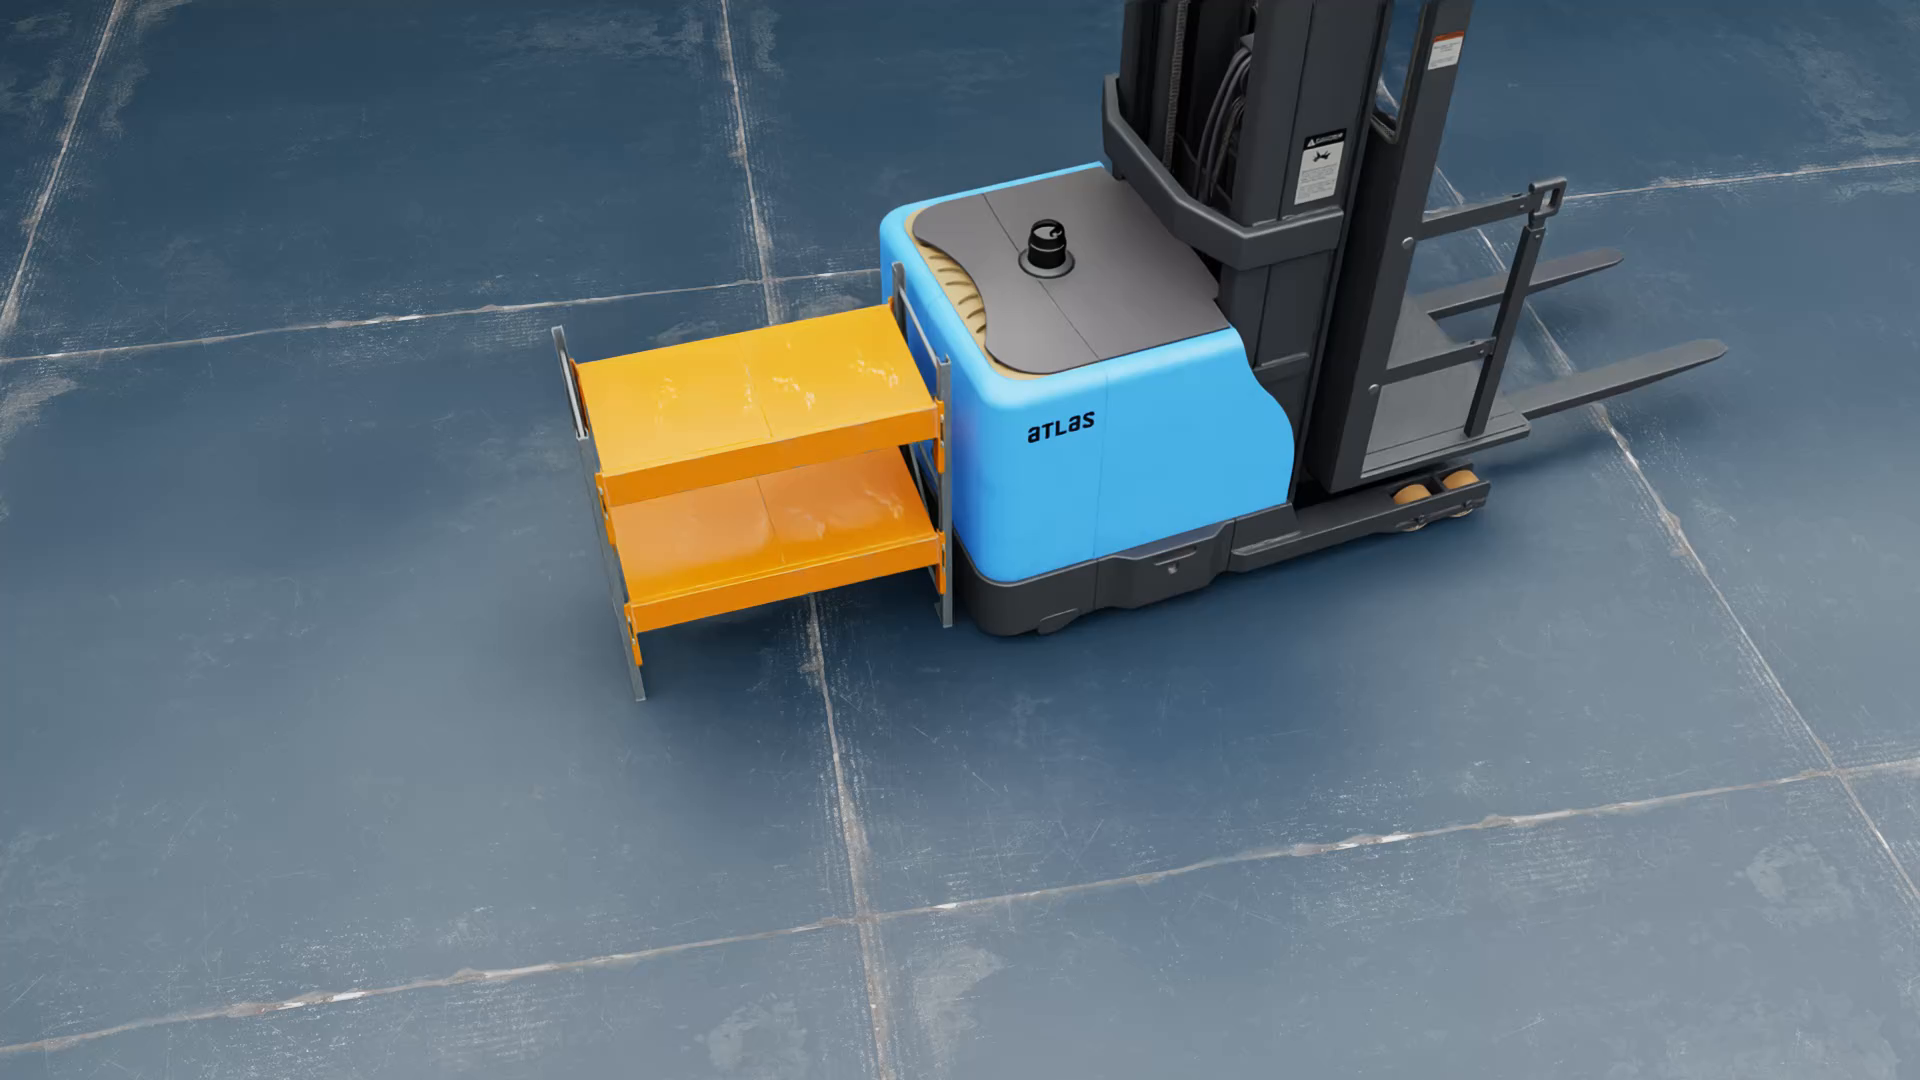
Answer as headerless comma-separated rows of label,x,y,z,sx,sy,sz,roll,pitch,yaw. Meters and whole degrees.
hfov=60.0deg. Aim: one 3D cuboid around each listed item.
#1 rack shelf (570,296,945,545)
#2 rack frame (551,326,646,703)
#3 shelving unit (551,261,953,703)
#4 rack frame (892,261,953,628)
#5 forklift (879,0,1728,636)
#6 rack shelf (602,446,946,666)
rack shelf,-0.599,-0.365,4.915,1.000,0.278,0.538,-13,47,-12
rack frame,-1.083,-0.051,5.018,0.032,1.125,0.500,-13,47,-12
shelving unit,-0.599,-0.162,5.125,1.048,1.125,0.538,-13,47,-12
rack frame,-0.115,-0.274,5.233,0.032,1.125,0.500,-13,47,-12
forklift,1.300,-1.386,5.051,3.031,2.935,1.130,-16,48,-15
rack shelf,-0.599,0.007,5.301,1.000,0.278,0.538,-13,47,-12
